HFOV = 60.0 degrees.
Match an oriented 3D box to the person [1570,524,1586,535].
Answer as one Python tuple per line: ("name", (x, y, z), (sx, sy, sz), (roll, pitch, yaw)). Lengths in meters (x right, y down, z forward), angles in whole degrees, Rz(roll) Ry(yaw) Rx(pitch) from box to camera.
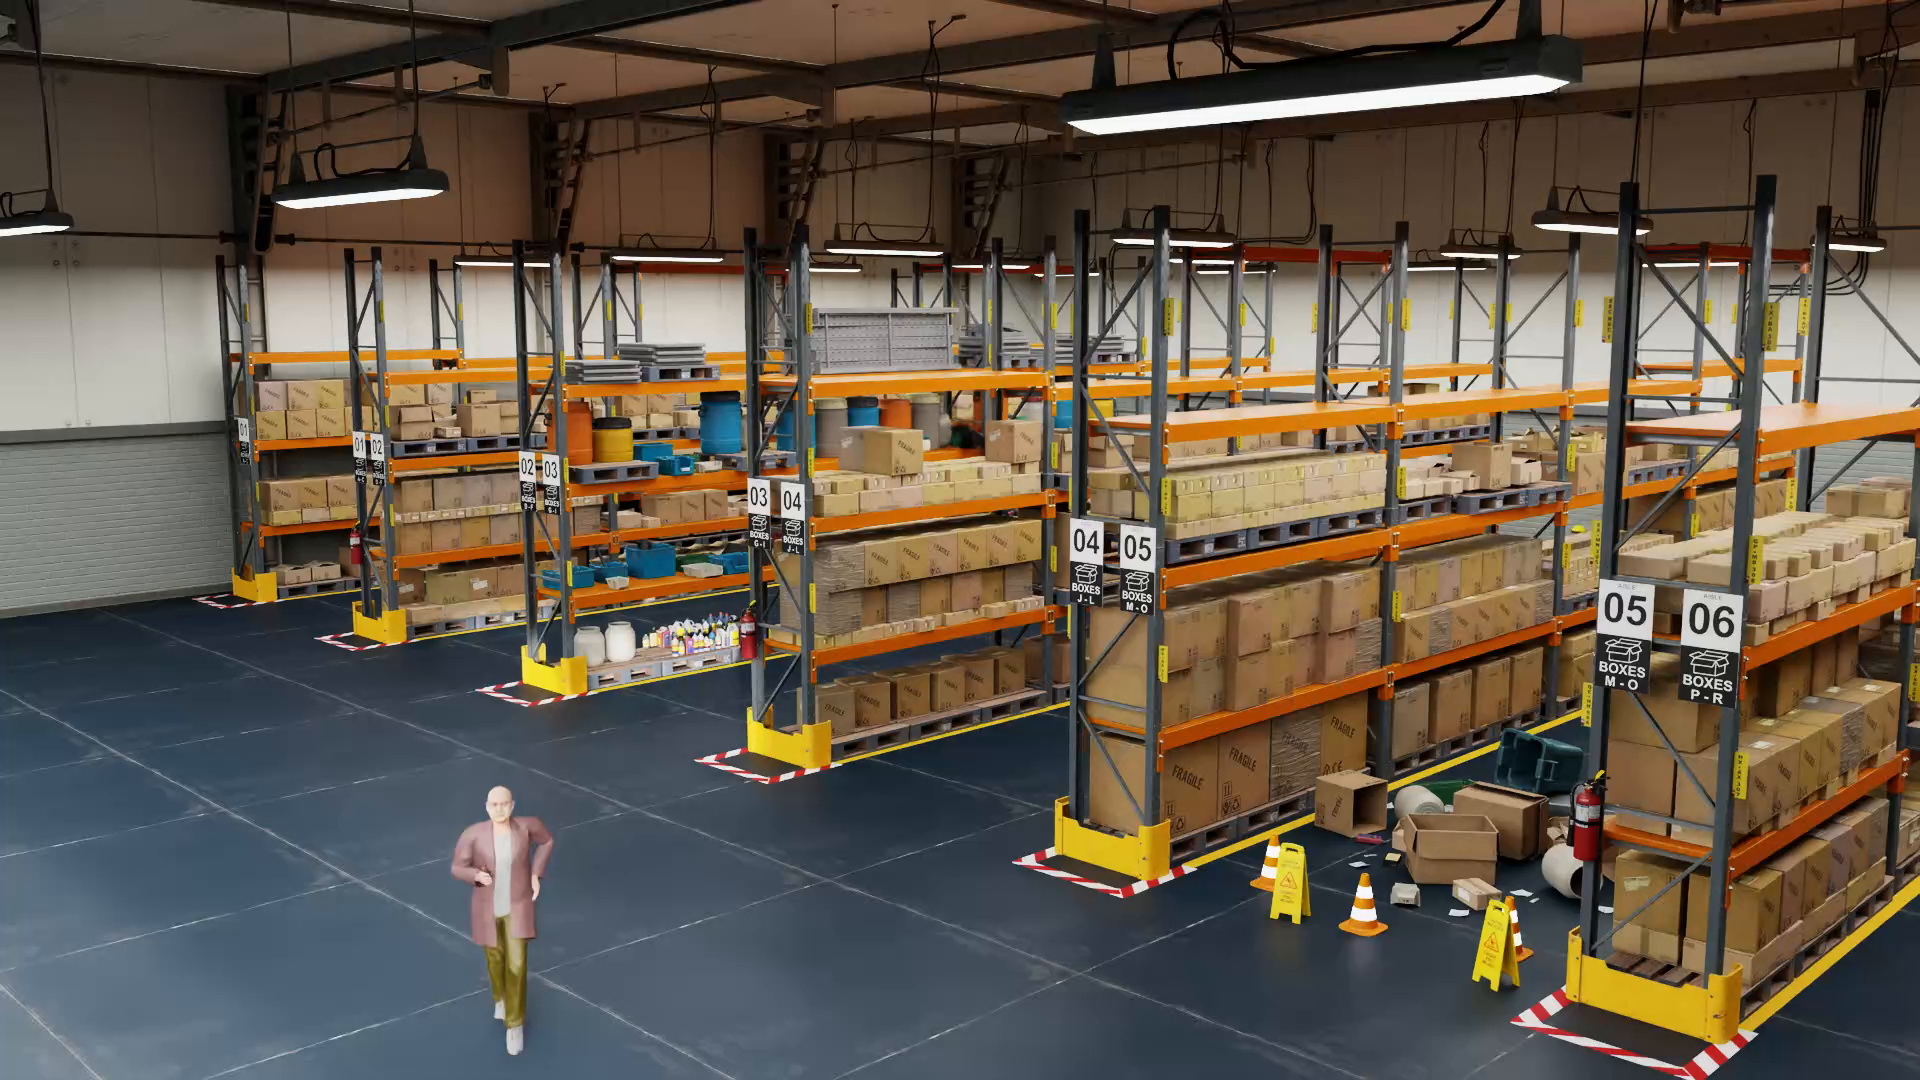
("person", (9.591, 0.615, 26.044), (0.684, 1.728, 0.631), (7, 11, 41))

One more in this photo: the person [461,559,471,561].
("person", (-8.665, 0.238, 28.947), (0.669, 1.777, 0.726), (7, 11, 40))

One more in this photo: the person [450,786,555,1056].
("person", (-3.223, 2.638, 11.760), (0.695, 1.824, 0.811), (-2, 8, -11))
